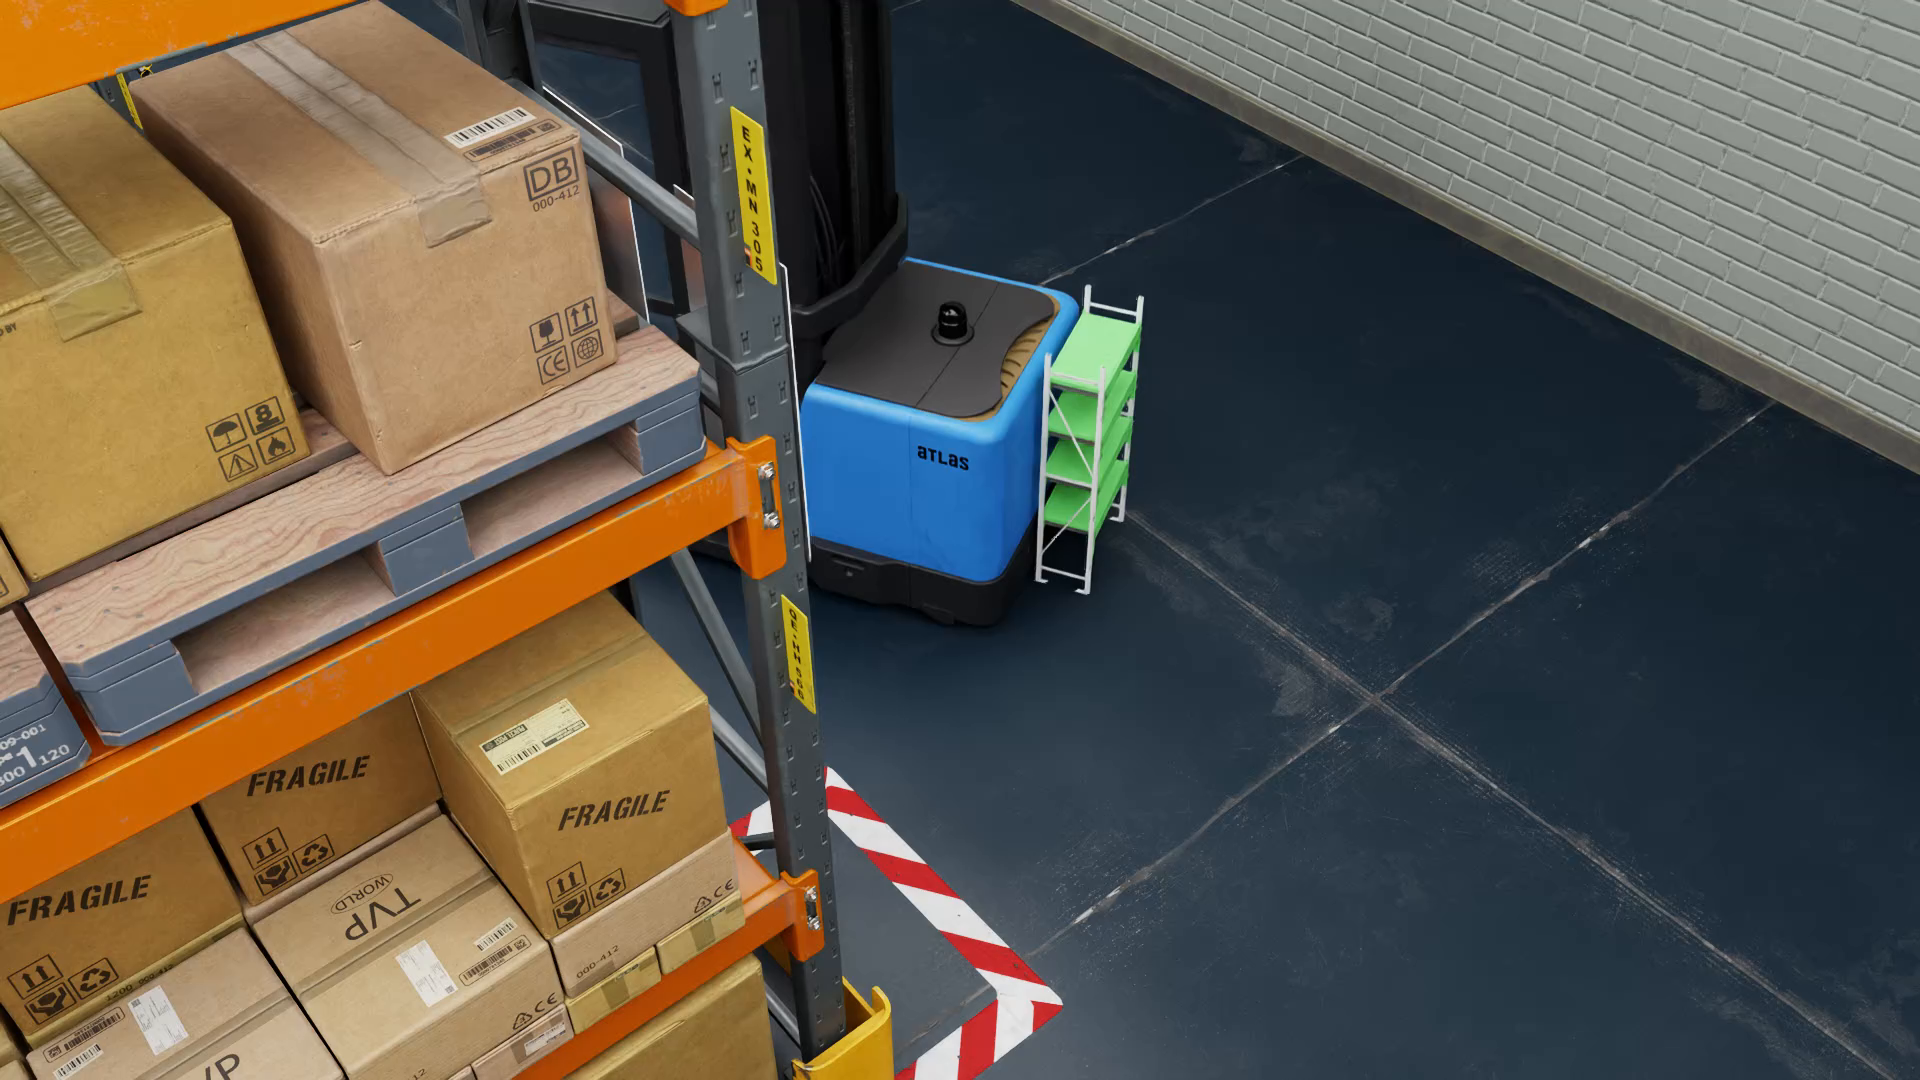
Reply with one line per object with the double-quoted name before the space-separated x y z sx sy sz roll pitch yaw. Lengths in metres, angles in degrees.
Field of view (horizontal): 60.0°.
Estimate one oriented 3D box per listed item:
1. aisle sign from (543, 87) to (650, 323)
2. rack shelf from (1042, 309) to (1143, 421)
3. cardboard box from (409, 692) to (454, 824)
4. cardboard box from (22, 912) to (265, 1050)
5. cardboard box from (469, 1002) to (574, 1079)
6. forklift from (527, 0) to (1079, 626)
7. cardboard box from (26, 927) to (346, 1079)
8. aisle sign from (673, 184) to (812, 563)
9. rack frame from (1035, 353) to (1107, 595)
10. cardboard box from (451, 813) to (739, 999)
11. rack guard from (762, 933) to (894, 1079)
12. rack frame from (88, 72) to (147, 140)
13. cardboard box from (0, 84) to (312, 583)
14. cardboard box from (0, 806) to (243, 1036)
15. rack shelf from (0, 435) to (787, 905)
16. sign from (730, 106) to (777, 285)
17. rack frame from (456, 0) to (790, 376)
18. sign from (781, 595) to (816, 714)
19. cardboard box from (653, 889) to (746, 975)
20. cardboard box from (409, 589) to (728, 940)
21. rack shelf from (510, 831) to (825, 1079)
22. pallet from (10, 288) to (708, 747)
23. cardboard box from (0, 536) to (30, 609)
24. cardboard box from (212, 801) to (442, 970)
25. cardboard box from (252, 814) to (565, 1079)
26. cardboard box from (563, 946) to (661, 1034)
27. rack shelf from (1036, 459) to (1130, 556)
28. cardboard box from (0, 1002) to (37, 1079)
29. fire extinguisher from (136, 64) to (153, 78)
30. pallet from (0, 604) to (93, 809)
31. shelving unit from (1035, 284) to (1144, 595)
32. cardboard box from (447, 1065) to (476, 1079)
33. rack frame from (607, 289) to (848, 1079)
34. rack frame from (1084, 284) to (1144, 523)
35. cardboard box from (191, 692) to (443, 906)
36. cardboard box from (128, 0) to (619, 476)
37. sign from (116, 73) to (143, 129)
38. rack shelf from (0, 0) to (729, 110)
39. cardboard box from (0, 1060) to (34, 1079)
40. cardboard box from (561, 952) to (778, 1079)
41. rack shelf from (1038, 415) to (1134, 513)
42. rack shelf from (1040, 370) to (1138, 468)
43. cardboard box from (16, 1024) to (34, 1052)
"aisle sign" -0.846 -0.655 3.911 0.004 0.787 0.394 -30 51 -28
"rack shelf" 0.525 -0.696 6.561 0.258 0.148 0.480 15 45 15
"cardboard box" -1.250 0.497 4.476 0.500 0.250 0.500 -31 51 -29
"cardboard box" -2.033 0.947 3.996 0.500 0.250 0.500 -32 52 -29
"cardboard box" -1.163 1.128 4.095 0.250 0.149 0.380 -30 51 -28
"forklift" -1.065 -1.360 6.610 3.031 2.935 1.130 15 45 16
"cardboard box" -1.690 1.226 3.699 0.500 0.250 0.500 -32 52 -29
"aisle sign" -0.461 -0.340 3.576 0.004 0.787 0.394 -30 51 -28
"rack frame" 0.437 -0.237 6.680 0.240 1.200 0.015 15 45 15
"cardboard box" -0.910 0.780 4.174 0.500 0.250 0.500 -31 51 -28
"rack guard" -0.690 1.382 5.467 0.348 0.500 1.175 -30 51 -28
"rack frame" -3.887 -2.119 7.369 0.127 3.000 1.000 -30 51 -28
"cardboard box" -1.582 -0.397 2.892 0.500 0.500 0.700 -32 52 -29
"cardboard box" -2.027 0.674 3.740 0.500 0.500 0.500 -31 51 -29
"rack shelf" -2.243 0.529 2.884 4.000 0.370 1.077 -30 51 -28
"sign" -0.371 -0.615 2.987 0.005 0.325 0.100 -30 51 -28
"rack frame" -0.709 -1.705 2.546 0.127 3.000 1.000 -30 51 -28
"sign" -0.371 0.264 3.812 0.005 0.325 0.100 -30 51 -28
"cardboard box" -0.771 0.902 4.335 0.250 0.149 0.380 -29 50 -27
"cardboard box" -0.914 0.506 3.918 0.500 0.500 0.500 -29 50 -27
"rack shelf" -2.243 1.622 3.911 4.000 0.370 1.077 -30 51 -28
"pallet" -1.271 -0.248 3.250 1.213 0.211 1.003 -30 51 -28
"cardboard box" -1.948 -0.145 2.623 0.500 0.500 0.700 -33 52 -30
"cardboard box" -1.645 0.729 4.229 0.500 0.250 0.500 -30 51 -28
"cardboard box" -1.300 1.002 3.937 0.500 0.250 0.500 -31 51 -29
"cardboard box" -0.969 1.018 4.213 0.250 0.149 0.380 -29 51 -28
"rack shelf" 0.525 -0.171 7.053 0.258 0.148 0.480 15 45 15
"cardboard box" -2.429 1.179 3.749 0.500 0.250 0.500 -31 51 -29
"fire extinguisher" -3.479 -1.783 7.340 0.183 0.674 0.296 -30 51 -28
"pallet" -2.208 0.291 2.677 1.213 0.211 1.003 -30 51 -28
"shelving unit" 0.525 -0.393 6.845 0.258 1.200 0.503 15 45 15
"cardboard box" -1.355 1.237 3.979 0.250 0.149 0.380 -29 50 -27
"rack frame" -0.709 0.482 4.600 0.127 3.000 1.000 -30 51 -28
"rack frame" 0.613 -0.548 7.011 0.240 1.200 0.015 15 45 15
"cardboard box" -1.634 0.443 3.985 0.500 0.500 0.500 -31 51 -29
"cardboard box" -1.073 -0.581 3.087 0.500 0.500 0.700 -33 52 -30
"sign" -3.521 -1.897 7.013 0.005 0.325 0.100 -30 51 -28
"rack shelf" -2.243 -0.419 1.994 4.000 0.370 1.077 -30 51 -28
"cardboard box" -2.087 1.457 3.453 0.500 0.250 0.500 -30 51 -28
"cardboard box" -1.149 1.426 4.839 0.875 0.875 0.875 -30 51 -28
"rack shelf" 0.525 -0.346 6.889 0.258 0.148 0.480 15 45 15
"rack shelf" 0.525 -0.521 6.725 0.258 0.148 0.480 15 45 15
"cardboard box" -2.372 1.232 3.984 0.250 0.149 0.380 -31 51 -29
